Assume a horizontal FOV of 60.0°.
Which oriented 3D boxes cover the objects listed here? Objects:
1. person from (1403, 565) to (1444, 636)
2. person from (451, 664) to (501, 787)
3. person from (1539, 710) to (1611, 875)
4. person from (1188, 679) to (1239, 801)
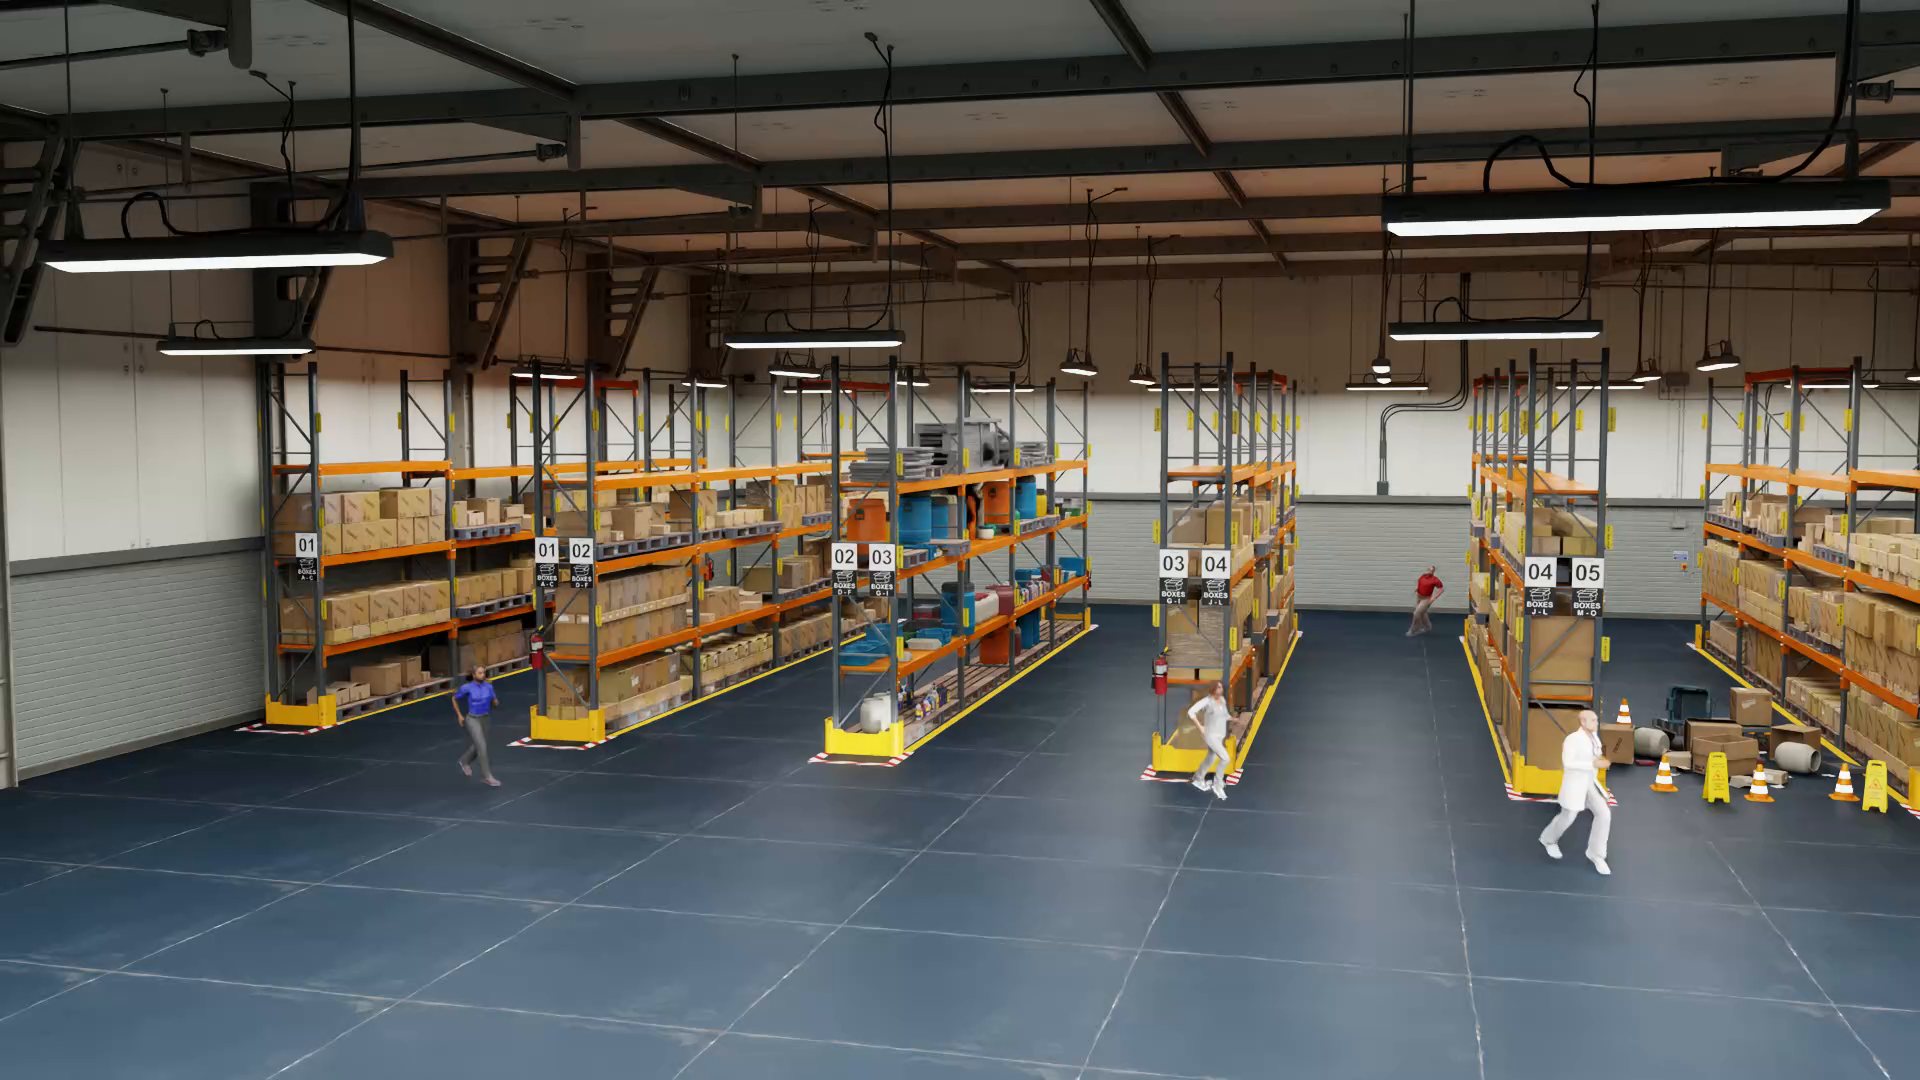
[{"bbox_3d":[10.860,1.427,39.043,0.846,1.694,0.777,-1,4,-15],"label":"person"},{"bbox_3d":[-6.678,2.533,22.994,0.937,1.646,0.574,3,5,36],"label":"person"},{"bbox_3d":[6.958,2.805,18.788,0.746,1.832,0.943,-3,5,-33],"label":"person"},{"bbox_3d":[3.359,2.651,22.187,0.771,1.604,0.559,4,5,42],"label":"person"}]
